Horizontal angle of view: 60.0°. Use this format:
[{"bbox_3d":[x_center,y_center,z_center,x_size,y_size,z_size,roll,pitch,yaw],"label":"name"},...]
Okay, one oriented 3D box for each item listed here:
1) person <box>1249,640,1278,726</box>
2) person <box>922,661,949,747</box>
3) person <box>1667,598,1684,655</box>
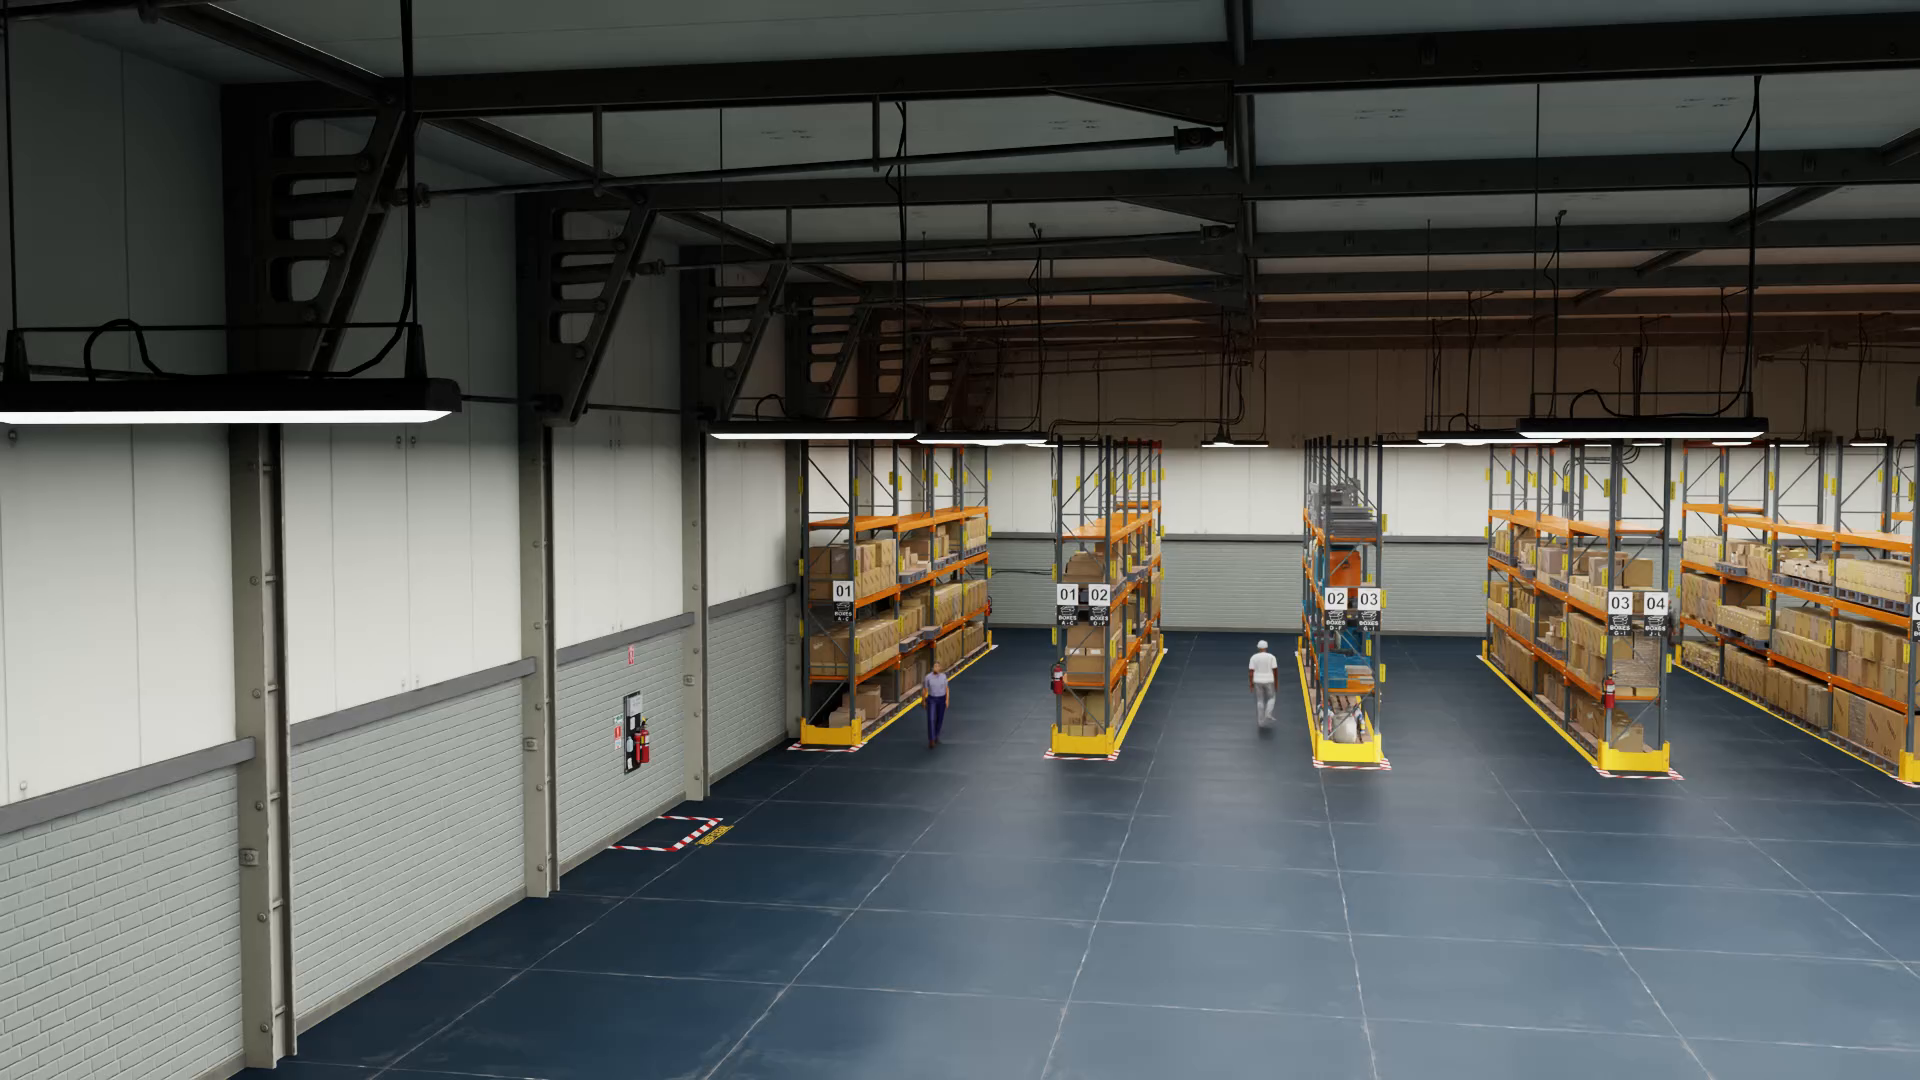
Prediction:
[{"bbox_3d":[6.309,2.969,34.541,0.612,1.755,0.490,1,3,19],"label":"person"},{"bbox_3d":[-0.454,3.155,32.207,0.537,1.615,0.834,-1,3,-21],"label":"person"},{"bbox_3d":[19.416,2.413,45.573,1.031,1.679,0.550,0,3,-2],"label":"person"}]
